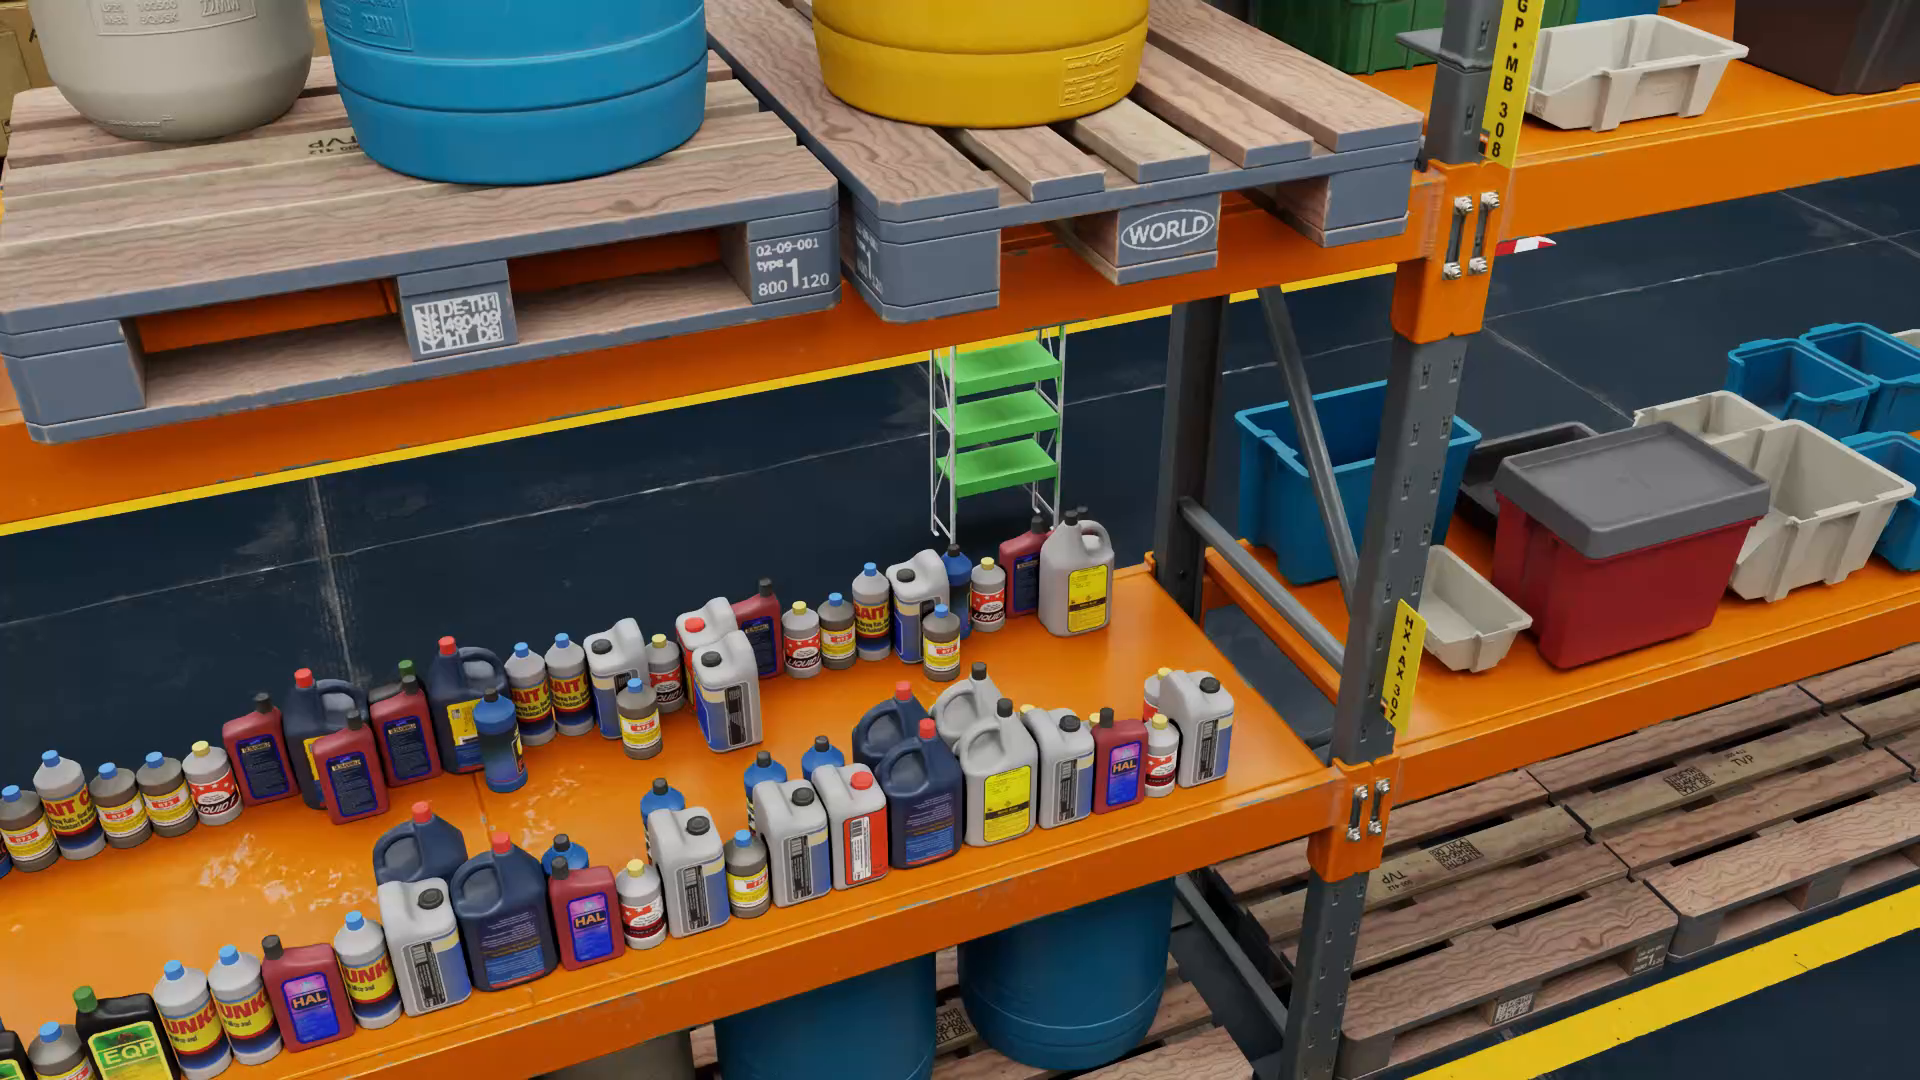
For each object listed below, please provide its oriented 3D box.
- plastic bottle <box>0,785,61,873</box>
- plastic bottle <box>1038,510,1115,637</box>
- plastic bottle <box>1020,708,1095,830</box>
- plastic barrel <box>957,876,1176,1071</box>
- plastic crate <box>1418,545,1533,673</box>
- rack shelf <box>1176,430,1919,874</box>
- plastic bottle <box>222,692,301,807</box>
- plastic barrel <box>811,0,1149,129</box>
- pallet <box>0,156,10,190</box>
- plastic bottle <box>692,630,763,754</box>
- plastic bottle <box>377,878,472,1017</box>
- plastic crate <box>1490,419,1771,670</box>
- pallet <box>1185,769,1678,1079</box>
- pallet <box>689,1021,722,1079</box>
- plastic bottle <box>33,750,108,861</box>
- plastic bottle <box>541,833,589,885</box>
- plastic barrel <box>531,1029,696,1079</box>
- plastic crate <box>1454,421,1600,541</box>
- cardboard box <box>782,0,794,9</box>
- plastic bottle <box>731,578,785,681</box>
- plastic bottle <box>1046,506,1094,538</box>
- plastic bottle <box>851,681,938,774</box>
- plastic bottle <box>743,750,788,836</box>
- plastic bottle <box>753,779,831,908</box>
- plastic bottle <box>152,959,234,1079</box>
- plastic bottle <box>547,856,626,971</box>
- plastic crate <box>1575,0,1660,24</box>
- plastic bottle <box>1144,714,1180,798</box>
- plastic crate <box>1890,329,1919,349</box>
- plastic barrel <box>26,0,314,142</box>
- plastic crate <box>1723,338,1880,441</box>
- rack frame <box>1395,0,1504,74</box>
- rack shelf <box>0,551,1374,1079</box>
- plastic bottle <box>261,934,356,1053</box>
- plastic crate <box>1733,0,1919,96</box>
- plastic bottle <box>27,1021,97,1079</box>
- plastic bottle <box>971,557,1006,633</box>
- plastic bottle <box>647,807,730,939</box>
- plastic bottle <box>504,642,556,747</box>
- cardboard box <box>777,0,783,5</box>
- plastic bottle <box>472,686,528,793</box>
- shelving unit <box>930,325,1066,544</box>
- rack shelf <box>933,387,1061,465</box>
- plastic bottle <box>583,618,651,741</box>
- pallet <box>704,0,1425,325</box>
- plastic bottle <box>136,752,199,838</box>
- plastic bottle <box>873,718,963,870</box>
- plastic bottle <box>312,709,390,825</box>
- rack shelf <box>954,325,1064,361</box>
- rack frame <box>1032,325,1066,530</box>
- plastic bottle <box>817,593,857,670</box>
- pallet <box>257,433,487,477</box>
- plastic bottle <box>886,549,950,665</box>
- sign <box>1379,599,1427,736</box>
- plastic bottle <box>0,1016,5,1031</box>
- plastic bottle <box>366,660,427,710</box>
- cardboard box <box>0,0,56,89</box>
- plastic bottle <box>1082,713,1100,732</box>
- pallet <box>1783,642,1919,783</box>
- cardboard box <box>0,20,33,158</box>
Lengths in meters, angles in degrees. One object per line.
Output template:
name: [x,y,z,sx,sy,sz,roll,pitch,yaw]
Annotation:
plastic bottle: [-2.086,0.634,3.707,0.097,0.201,0.097,0,33,0]
plastic bottle: [0.311,0.072,4.433,0.185,0.351,0.144,-13,35,-19]
plastic bottle: [0.224,0.507,3.834,0.135,0.276,0.152,-13,35,-19]
plastic barrel: [0.290,0.942,4.591,0.708,0.901,0.600,-13,35,-19]
plastic crate: [1.283,0.191,4.393,0.243,0.136,0.396,-13,35,-19]
rack shelf: [2.643,0.011,5.142,4.000,0.370,1.077,-13,35,-19]
plastic bottle: [-1.628,0.484,3.863,0.133,0.283,0.061,-13,35,-19]
plastic barrel: [0.036,-1.086,2.860,0.600,0.588,0.600,0,33,0]
pallet: [-4.206,-1.613,7.155,1.003,0.211,1.213,-13,35,-19]
plastic bottle: [-0.570,0.362,4.057,0.135,0.276,0.152,-13,35,-19]
plastic bottle: [-1.087,0.807,3.373,0.135,0.276,0.152,-13,35,-19]
plastic crate: [1.719,0.018,4.359,0.583,0.464,0.402,-13,35,-19]
pallet: [1.462,1.126,5.326,1.213,0.211,1.003,-13,35,-19]
pallet: [-1.055,1.702,4.440,1.213,0.211,1.003,-13,35,-19]
plastic bottle: [-1.996,0.584,3.720,0.097,0.271,0.097,0,33,0]
plastic bottle: [-0.822,0.728,3.498,0.097,0.271,0.097,0,33,0]
plastic barrel: [-0.918,1.329,4.354,0.421,0.512,0.421,0,33,0]
plastic crate: [1.727,-0.149,4.926,0.590,0.125,0.437,-13,35,-19]
cardboard box: [-0.540,-2.372,8.054,0.500,0.500,0.500,-12,35,-18]
plastic bottle: [-0.523,0.231,4.251,0.133,0.283,0.061,-13,35,-19]
plastic bottle: [0.295,0.044,4.539,0.133,0.283,0.061,-13,35,-19]
plastic bottle: [-0.148,0.478,3.811,0.185,0.351,0.144,-13,35,-19]
plastic bottle: [-0.431,0.585,3.719,0.097,0.271,0.097,0,33,0]
plastic bottle: [-0.365,0.642,3.627,0.135,0.276,0.152,-13,35,-19]
plastic bottle: [-1.485,0.916,3.209,0.097,0.271,0.097,0,33,0]
plastic bottle: [-0.775,0.759,3.440,0.133,0.283,0.061,-13,35,-19]
plastic crate: [1.515,-1.408,4.067,0.300,0.233,0.416,-13,35,-19]
plastic bottle: [0.464,0.499,3.915,0.097,0.201,0.097,0,33,0]
plastic crate: [3.178,-0.571,5.564,0.298,0.136,0.250,-13,35,-19]
plastic barrel: [-1.313,-0.964,2.721,0.433,0.535,0.433,0,33,0]
plastic crate: [2.641,-0.440,5.274,0.300,0.233,0.416,-13,35,-19]
rack frame: [0.799,-2.383,2.661,0.127,3.000,1.000,-13,35,-19]
rack shelf: [-1.045,0.856,3.844,4.000,0.370,1.077,-13,35,-19]
plastic bottle: [-1.282,0.876,3.261,0.133,0.283,0.061,-13,35,-19]
plastic crate: [2.050,-1.195,3.706,0.590,0.269,0.497,-13,35,-19]
plastic bottle: [-1.698,0.994,3.154,0.097,0.201,0.097,0,33,0]
plastic bottle: [0.073,0.140,4.467,0.097,0.201,0.097,0,33,0]
plastic bottle: [-0.579,0.691,3.552,0.135,0.276,0.152,-13,35,-19]
plastic bottle: [-1.050,0.368,4.052,0.097,0.271,0.097,0,33,0]
cardboard box: [-0.754,-2.636,8.459,0.500,0.500,0.500,-12,35,-18]
plastic bottle: [-1.084,0.461,3.909,0.097,0.271,0.097,0,33,0]
shelving unit: [0.153,-0.538,6.976,0.503,1.200,0.258,-13,35,-19]
rack shelf: [0.153,-0.484,7.011,0.480,0.148,0.258,-13,35,-19]
plastic bottle: [-0.843,0.335,4.099,0.135,0.276,0.152,-13,35,-19]
pallet: [0.114,-0.832,3.200,1.003,0.211,1.213,-13,35,-19]
plastic bottle: [-1.817,0.573,3.802,0.097,0.201,0.097,0,33,0]
plastic bottle: [-0.093,0.550,3.699,0.185,0.351,0.144,-13,35,-19]
plastic bottle: [-1.401,0.518,3.811,0.133,0.283,0.061,-13,35,-19]
rack shelf: [0.153,-0.887,6.750,0.480,0.148,0.258,-13,35,-19]
rack frame: [0.378,-0.589,7.056,0.015,1.200,0.240,-13,35,-19]
plastic bottle: [-0.320,0.230,4.328,0.097,0.201,0.097,0,33,0]
pallet: [-2.977,-0.740,8.194,1.213,0.211,1.003,-13,35,-19]
plastic bottle: [-0.113,0.167,4.356,0.135,0.276,0.152,-13,35,-19]
sign: [1.010,0.293,3.796,0.005,0.325,0.100,-13,35,-19]
plastic bottle: [-1.845,0.963,3.138,0.097,0.271,0.097,0,33,0]
plastic bottle: [-1.334,0.417,3.966,0.133,0.283,0.061,-13,35,-19]
cardboard box: [-5.996,-3.370,11.264,0.750,0.750,0.750,-13,35,-20]
plastic bottle: [0.318,0.497,3.918,0.097,0.201,0.097,0,33,0]
pallet: [3.711,0.611,6.118,1.213,0.211,1.003,-13,35,-19]
cardboard box: [-4.266,-1.923,6.978,0.500,0.500,0.700,-26,41,-34]
